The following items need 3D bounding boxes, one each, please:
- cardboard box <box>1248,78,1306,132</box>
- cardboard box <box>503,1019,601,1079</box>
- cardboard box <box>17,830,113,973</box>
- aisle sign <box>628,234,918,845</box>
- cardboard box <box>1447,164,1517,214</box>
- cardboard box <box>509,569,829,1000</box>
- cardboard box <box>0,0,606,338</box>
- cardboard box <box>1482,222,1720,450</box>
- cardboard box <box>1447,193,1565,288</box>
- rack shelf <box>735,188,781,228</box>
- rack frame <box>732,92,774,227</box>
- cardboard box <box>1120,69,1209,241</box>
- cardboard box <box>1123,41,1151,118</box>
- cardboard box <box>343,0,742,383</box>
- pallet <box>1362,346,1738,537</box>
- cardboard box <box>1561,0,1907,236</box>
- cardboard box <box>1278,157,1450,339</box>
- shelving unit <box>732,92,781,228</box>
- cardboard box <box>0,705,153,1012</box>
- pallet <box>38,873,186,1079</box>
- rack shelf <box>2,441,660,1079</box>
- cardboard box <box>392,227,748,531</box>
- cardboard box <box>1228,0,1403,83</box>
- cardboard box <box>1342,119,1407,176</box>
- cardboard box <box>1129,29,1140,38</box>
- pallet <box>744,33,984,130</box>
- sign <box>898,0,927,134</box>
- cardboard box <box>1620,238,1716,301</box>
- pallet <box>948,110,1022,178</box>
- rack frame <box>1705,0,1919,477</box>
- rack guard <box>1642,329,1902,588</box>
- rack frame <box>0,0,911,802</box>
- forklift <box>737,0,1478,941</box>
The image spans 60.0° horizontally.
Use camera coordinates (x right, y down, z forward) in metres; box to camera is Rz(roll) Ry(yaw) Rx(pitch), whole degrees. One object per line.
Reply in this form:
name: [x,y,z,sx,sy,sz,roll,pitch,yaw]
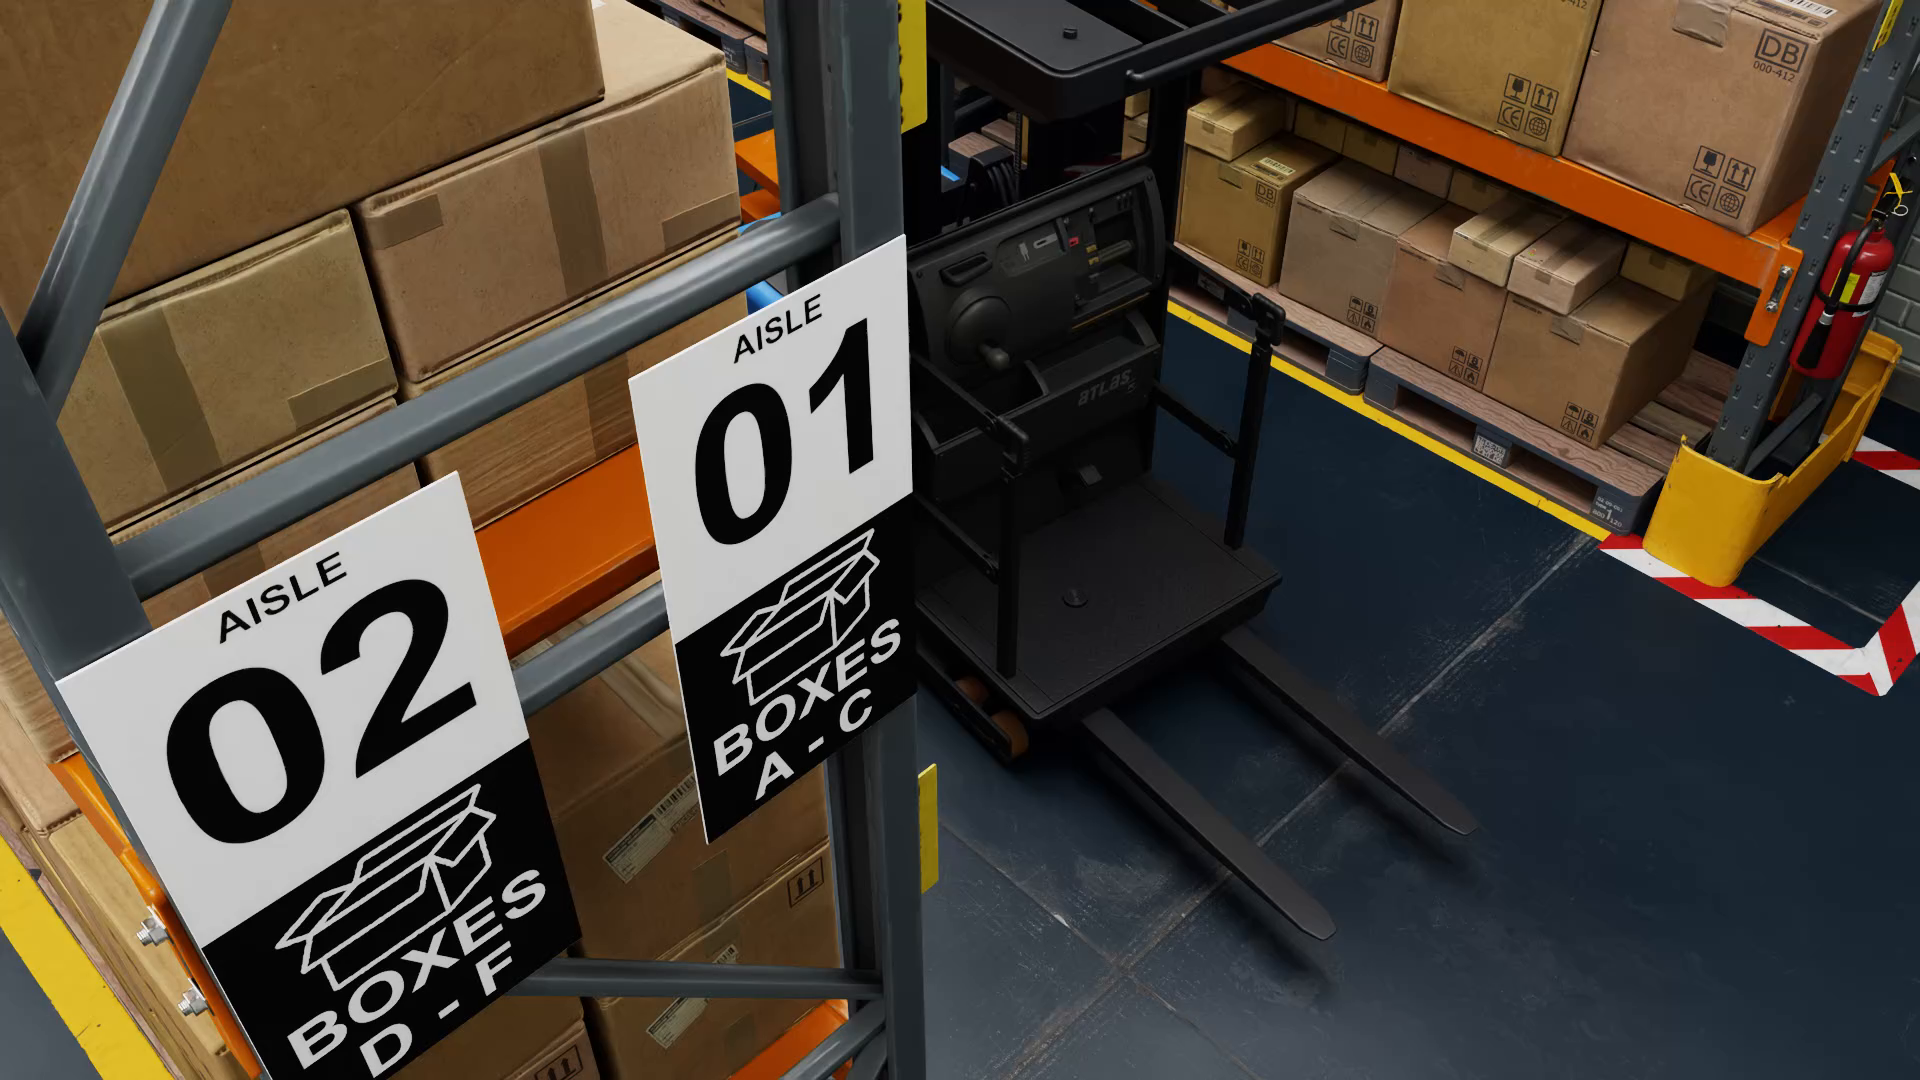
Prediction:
cardboard box: [1.452,-1.936,7.189,0.380,0.149,0.250,-34,52,-31]
cardboard box: [-0.969,0.971,2.915,0.500,0.500,0.500,-32,52,-30]
cardboard box: [-1.686,0.481,3.446,0.500,0.500,0.500,-34,52,-31]
aisle sign: [-0.204,0.030,2.092,0.394,0.787,0.004,-34,53,-31]
cardboard box: [2.175,-1.446,6.659,0.380,0.149,0.250,-34,52,-31]
cardboard box: [-0.586,0.349,2.852,0.500,0.500,0.500,-32,52,-30]
cardboard box: [-0.834,-0.652,1.725,0.700,0.500,0.500,-34,53,-31]
cardboard box: [2.480,-0.808,6.447,0.700,0.500,0.500,-34,53,-31]
cardboard box: [2.079,-1.143,6.332,0.380,0.149,0.250,-33,52,-30]
rack shelf: [-0.651,-1.203,6.437,0.258,0.148,0.480,-27,49,-26]
rack frame: [-0.799,-1.220,6.686,0.240,1.200,0.015,-27,49,-26]
cardboard box: [1.028,-1.790,7.510,0.500,0.500,0.700,34,52,31]
cardboard box: [0.788,-2.020,7.280,0.380,0.149,0.250,-32,52,-30]
cardboard box: [-0.638,-0.509,2.123,0.500,0.250,0.500,-34,53,-31]
pallet: [2.425,-0.606,6.751,1.003,0.211,1.213,-34,53,-31]
cardboard box: [2.678,-1.634,5.587,0.980,0.700,0.700,-32,51,-30]
cardboard box: [1.771,-1.290,6.968,0.500,0.500,0.700,32,52,30]
shelving unit: [-0.651,-1.088,6.543,0.258,1.200,0.503,-27,49,-26]
cardboard box: [-1.326,0.364,2.836,0.500,0.500,0.500,-33,52,-30]
pallet: [-1.934,1.111,4.892,1.003,0.211,1.213,-34,53,-31]
rack shelf: [-1.872,-0.706,3.124,1.077,0.370,4.000,-34,53,-31]
cardboard box: [-0.642,-0.323,2.290,0.500,0.250,0.500,-34,53,-31]
cardboard box: [1.624,-2.349,6.361,0.700,0.700,0.980,32,51,30]
cardboard box: [1.813,-1.691,6.924,0.380,0.149,0.250,-34,52,-31]
cardboard box: [0.714,-2.436,7.731,0.250,0.149,0.380,34,52,31]
pallet: [-0.378,-2.516,8.817,1.003,0.211,1.213,-34,53,-31]
sign: [-0.076,-0.591,1.825,0.100,0.325,0.005,-34,53,-31]
cardboard box: [2.710,-1.082,6.265,0.380,0.149,0.250,-34,52,-31]
pallet: [0.702,-1.779,8.019,1.003,0.211,1.213,-34,53,-31]
rack frame: [3.045,-1.284,5.429,1.000,3.000,0.127,-34,53,-31]
rack guard: [3.062,-0.354,6.265,1.175,0.500,0.348,-34,53,-31]
rack frame: [-0.460,-1.111,0.822,1.000,3.000,0.127,-34,53,-31]
forklift: [0.379,-0.736,4.887,1.130,2.935,3.031,-27,49,-26]
